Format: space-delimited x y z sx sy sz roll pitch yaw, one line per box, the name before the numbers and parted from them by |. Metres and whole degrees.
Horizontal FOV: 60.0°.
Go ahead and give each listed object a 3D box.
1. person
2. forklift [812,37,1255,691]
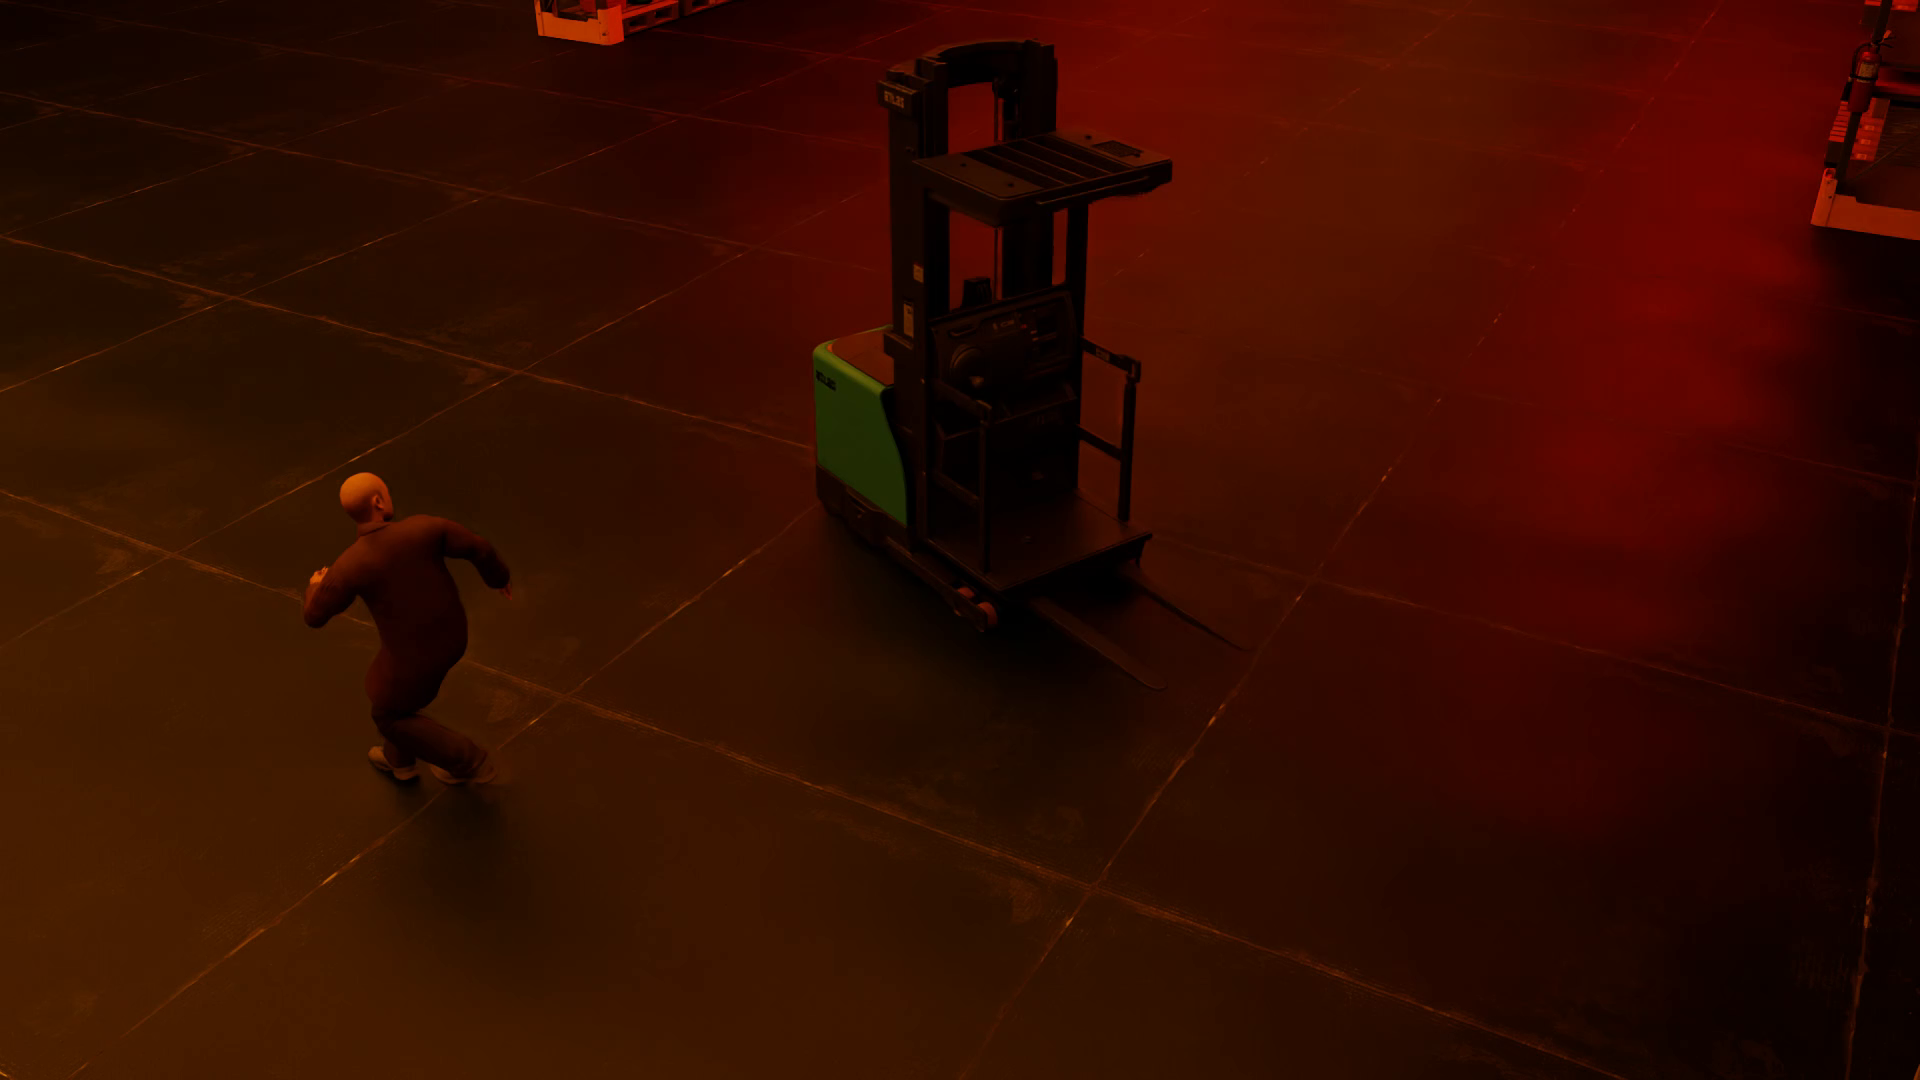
person | -2.543 0.383 7.719 0.907 1.650 0.912 19 35 29
forklift | 0.374 -1.040 8.872 1.130 2.935 3.031 -20 35 -30
